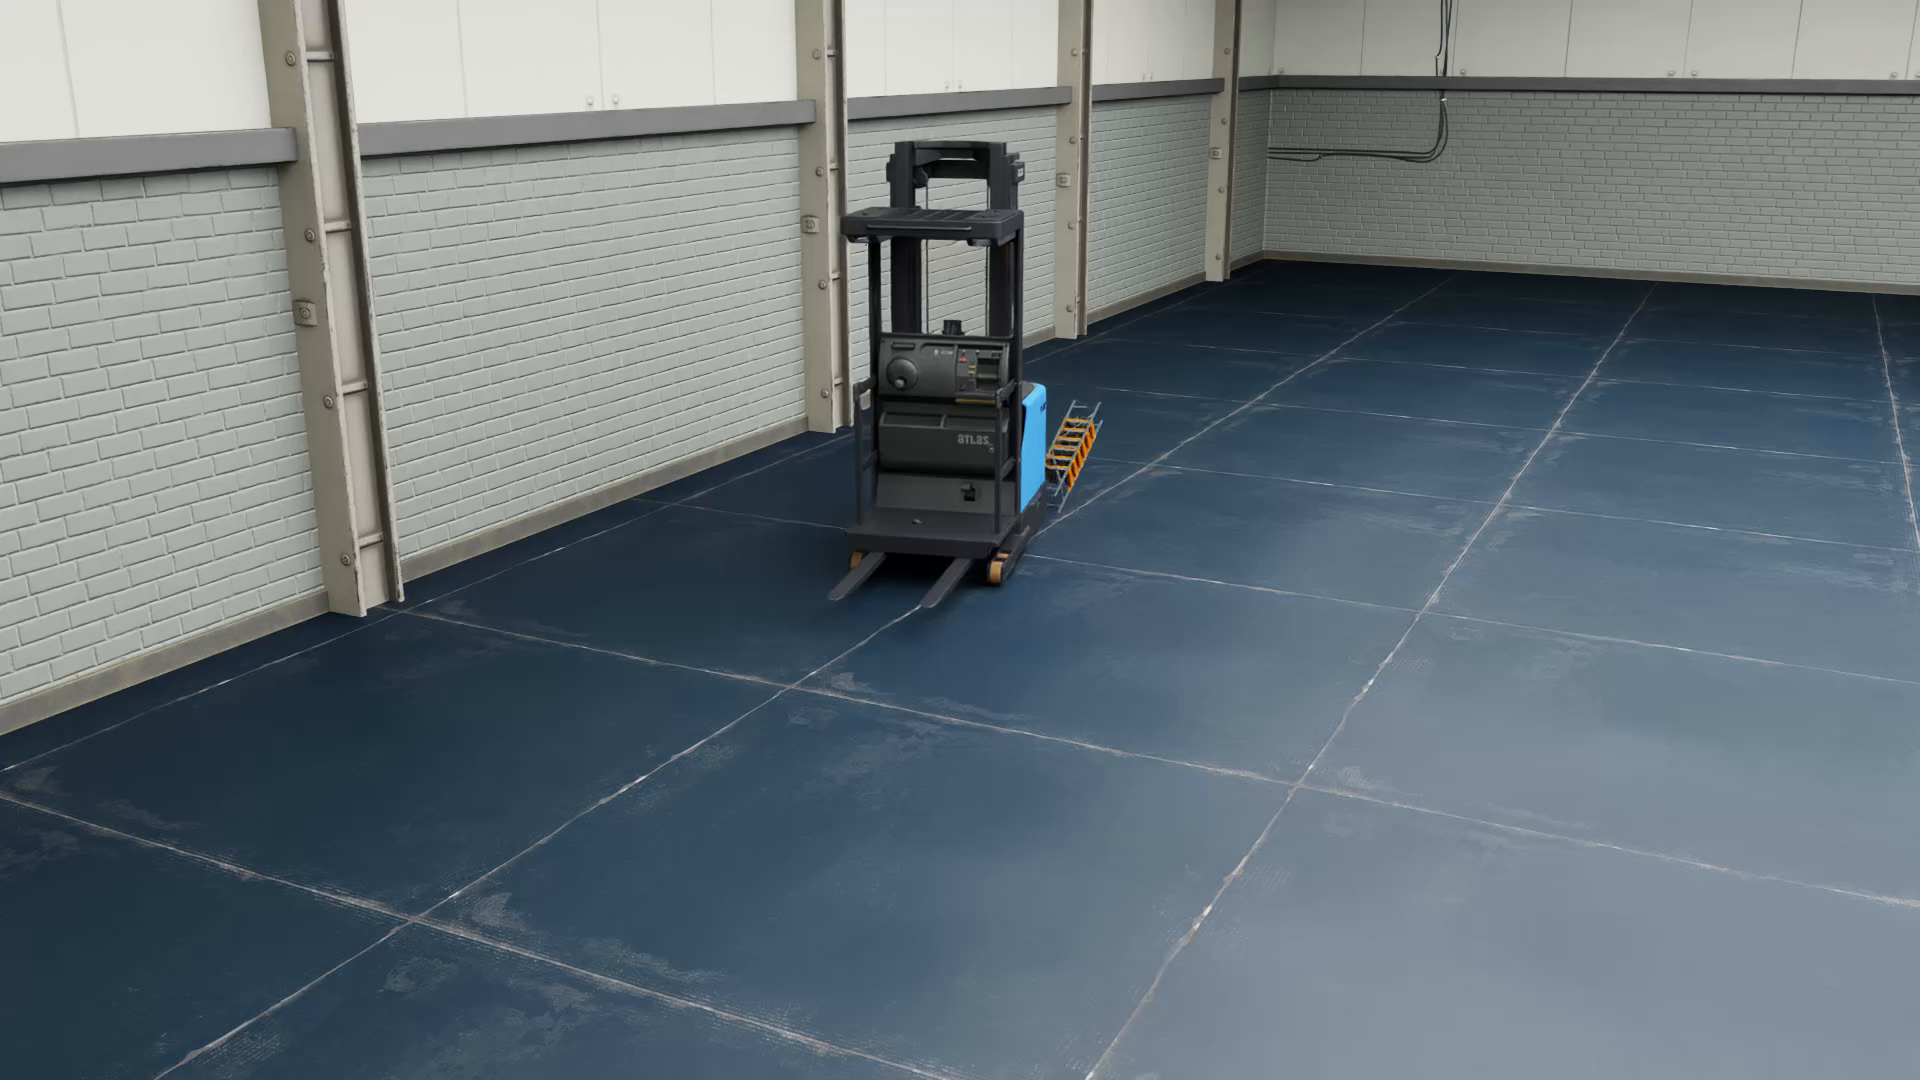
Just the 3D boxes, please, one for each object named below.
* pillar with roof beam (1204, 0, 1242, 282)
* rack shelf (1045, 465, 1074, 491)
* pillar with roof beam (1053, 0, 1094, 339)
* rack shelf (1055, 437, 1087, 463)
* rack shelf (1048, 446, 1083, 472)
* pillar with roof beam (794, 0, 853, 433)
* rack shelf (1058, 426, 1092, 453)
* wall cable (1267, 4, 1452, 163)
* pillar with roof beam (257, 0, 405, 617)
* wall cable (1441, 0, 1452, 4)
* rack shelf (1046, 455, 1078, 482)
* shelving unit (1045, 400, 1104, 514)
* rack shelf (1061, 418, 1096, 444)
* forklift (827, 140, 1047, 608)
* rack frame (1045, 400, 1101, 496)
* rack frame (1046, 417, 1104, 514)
[{"bbox_3d":[7.942,-7.918,23.378,9.100,9.000,0.400,8,18,25],"label":"pillar with roof beam"},{"bbox_3d":[0.775,-0.504,13.413,0.258,0.180,0.103,7,45,22],"label":"rack shelf"},{"bbox_3d":[5.261,-6.390,18.233,9.100,9.000,0.400,8,18,25],"label":"pillar with roof beam"},{"bbox_3d":[0.901,-0.746,13.649,0.258,0.180,0.103,7,45,22],"label":"rack shelf"},{"bbox_3d":[0.859,-0.665,13.570,0.258,0.180,0.103,7,45,22],"label":"rack shelf"},{"bbox_3d":[2.580,-4.861,13.087,9.100,9.000,0.400,8,18,25],"label":"pillar with roof beam"},{"bbox_3d":[0.943,-0.826,13.728,0.258,0.180,0.103,7,45,22],"label":"rack shelf"},{"bbox_3d":[6.590,-7.559,27.624,3.097,2.526,0.112,8,18,25],"label":"wall cable"},{"bbox_3d":[-0.101,-3.333,7.942,9.100,9.000,0.400,8,18,25],"label":"pillar with roof beam"},{"bbox_3d":[9.010,-9.636,25.747,3.097,2.526,0.112,8,18,25],"label":"wall cable"},{"bbox_3d":[0.817,-0.585,13.492,0.258,0.180,0.103,7,45,22],"label":"rack shelf"},{"bbox_3d":[0.875,-0.695,13.599,0.258,0.189,1.200,7,45,22],"label":"shelving unit"},{"bbox_3d":[0.985,-0.906,13.806,0.258,0.180,0.103,7,45,22],"label":"rack shelf"},{"bbox_3d":[-0.160,-1.213,11.461,1.130,2.935,3.031,4,17,13],"label":"forklift"},{"bbox_3d":[0.858,-0.762,13.539,0.240,0.006,1.200,7,45,22],"label":"rack frame"},{"bbox_3d":[0.891,-0.628,13.659,0.240,0.006,1.200,7,45,22],"label":"rack frame"}]
